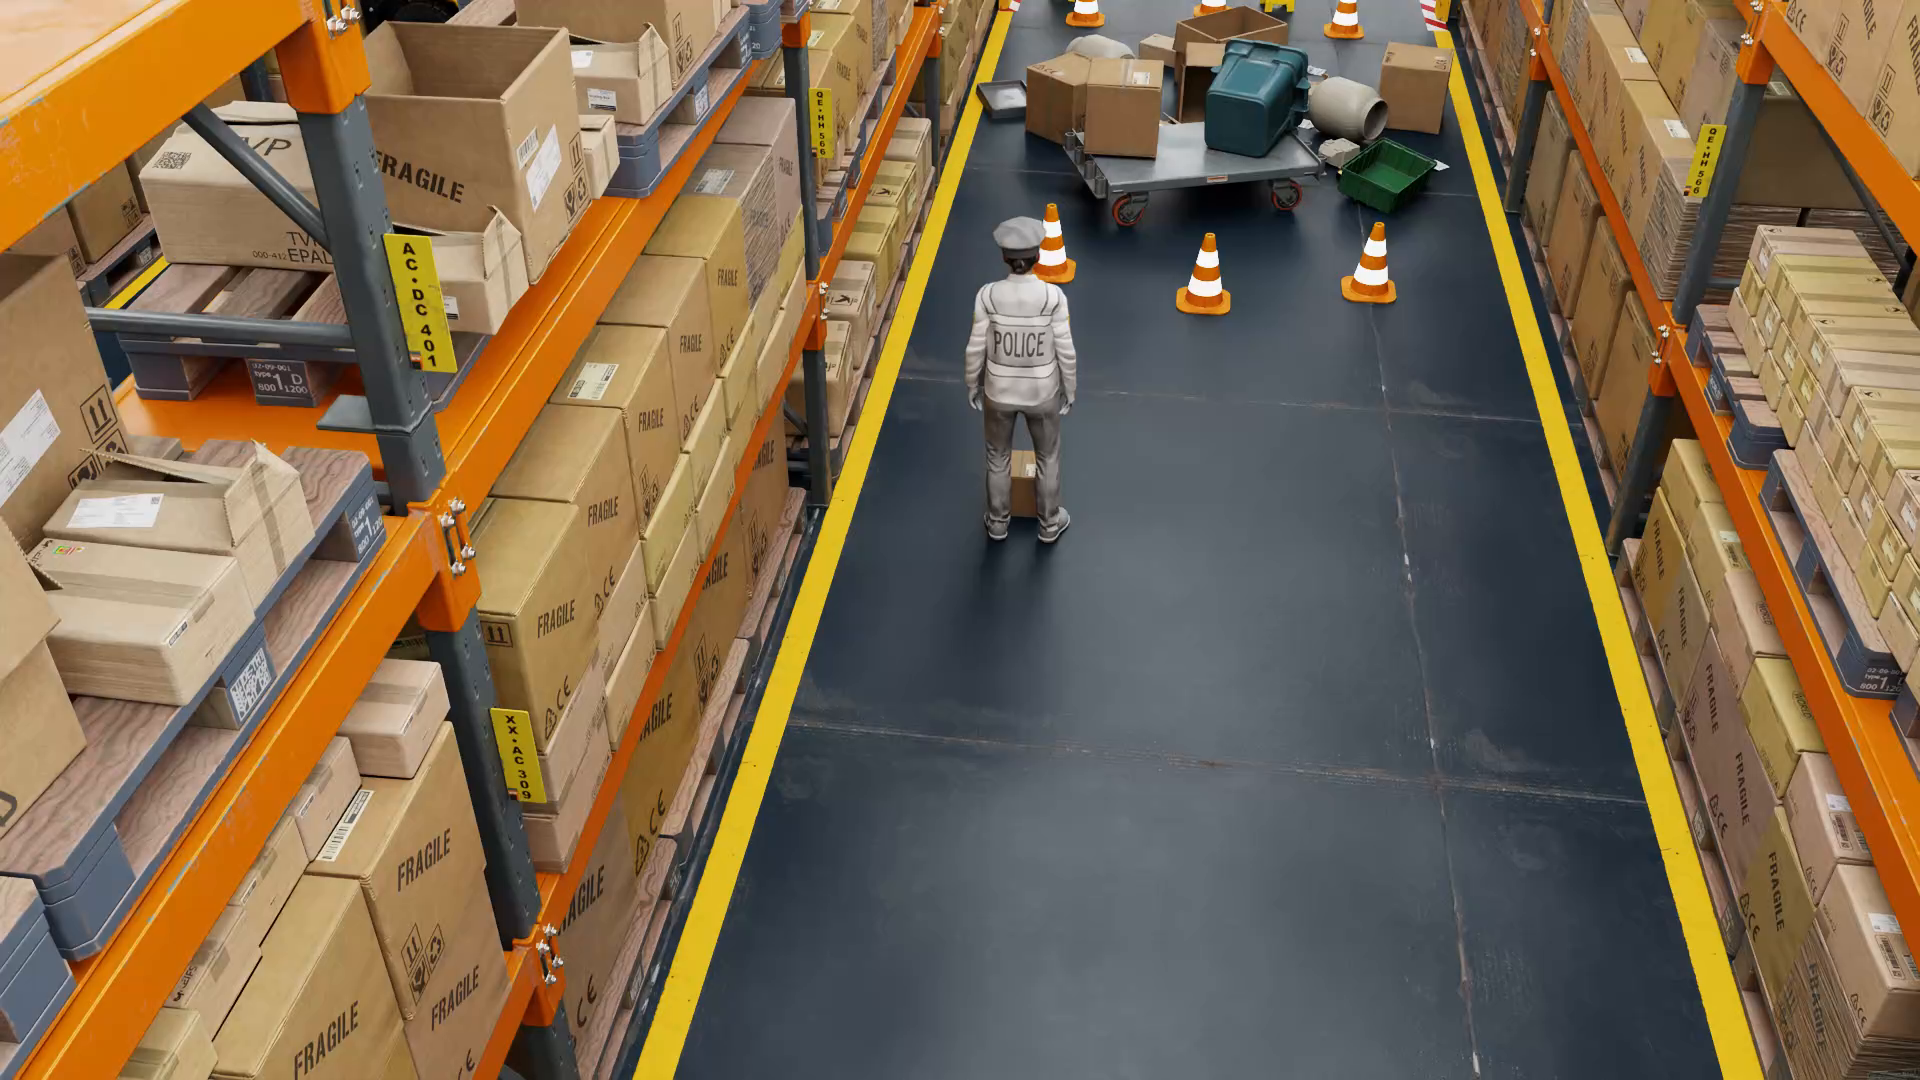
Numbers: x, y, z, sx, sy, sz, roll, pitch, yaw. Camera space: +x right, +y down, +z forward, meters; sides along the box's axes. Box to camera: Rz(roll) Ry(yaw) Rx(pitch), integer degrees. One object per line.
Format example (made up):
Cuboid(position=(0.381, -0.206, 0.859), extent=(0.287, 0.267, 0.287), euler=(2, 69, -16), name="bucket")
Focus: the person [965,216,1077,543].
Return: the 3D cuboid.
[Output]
Cuboid(position=(0.292, -0.723, 8.017), extent=(0.536, 1.663, 0.379), euler=(4, 37, 5), name="person")
